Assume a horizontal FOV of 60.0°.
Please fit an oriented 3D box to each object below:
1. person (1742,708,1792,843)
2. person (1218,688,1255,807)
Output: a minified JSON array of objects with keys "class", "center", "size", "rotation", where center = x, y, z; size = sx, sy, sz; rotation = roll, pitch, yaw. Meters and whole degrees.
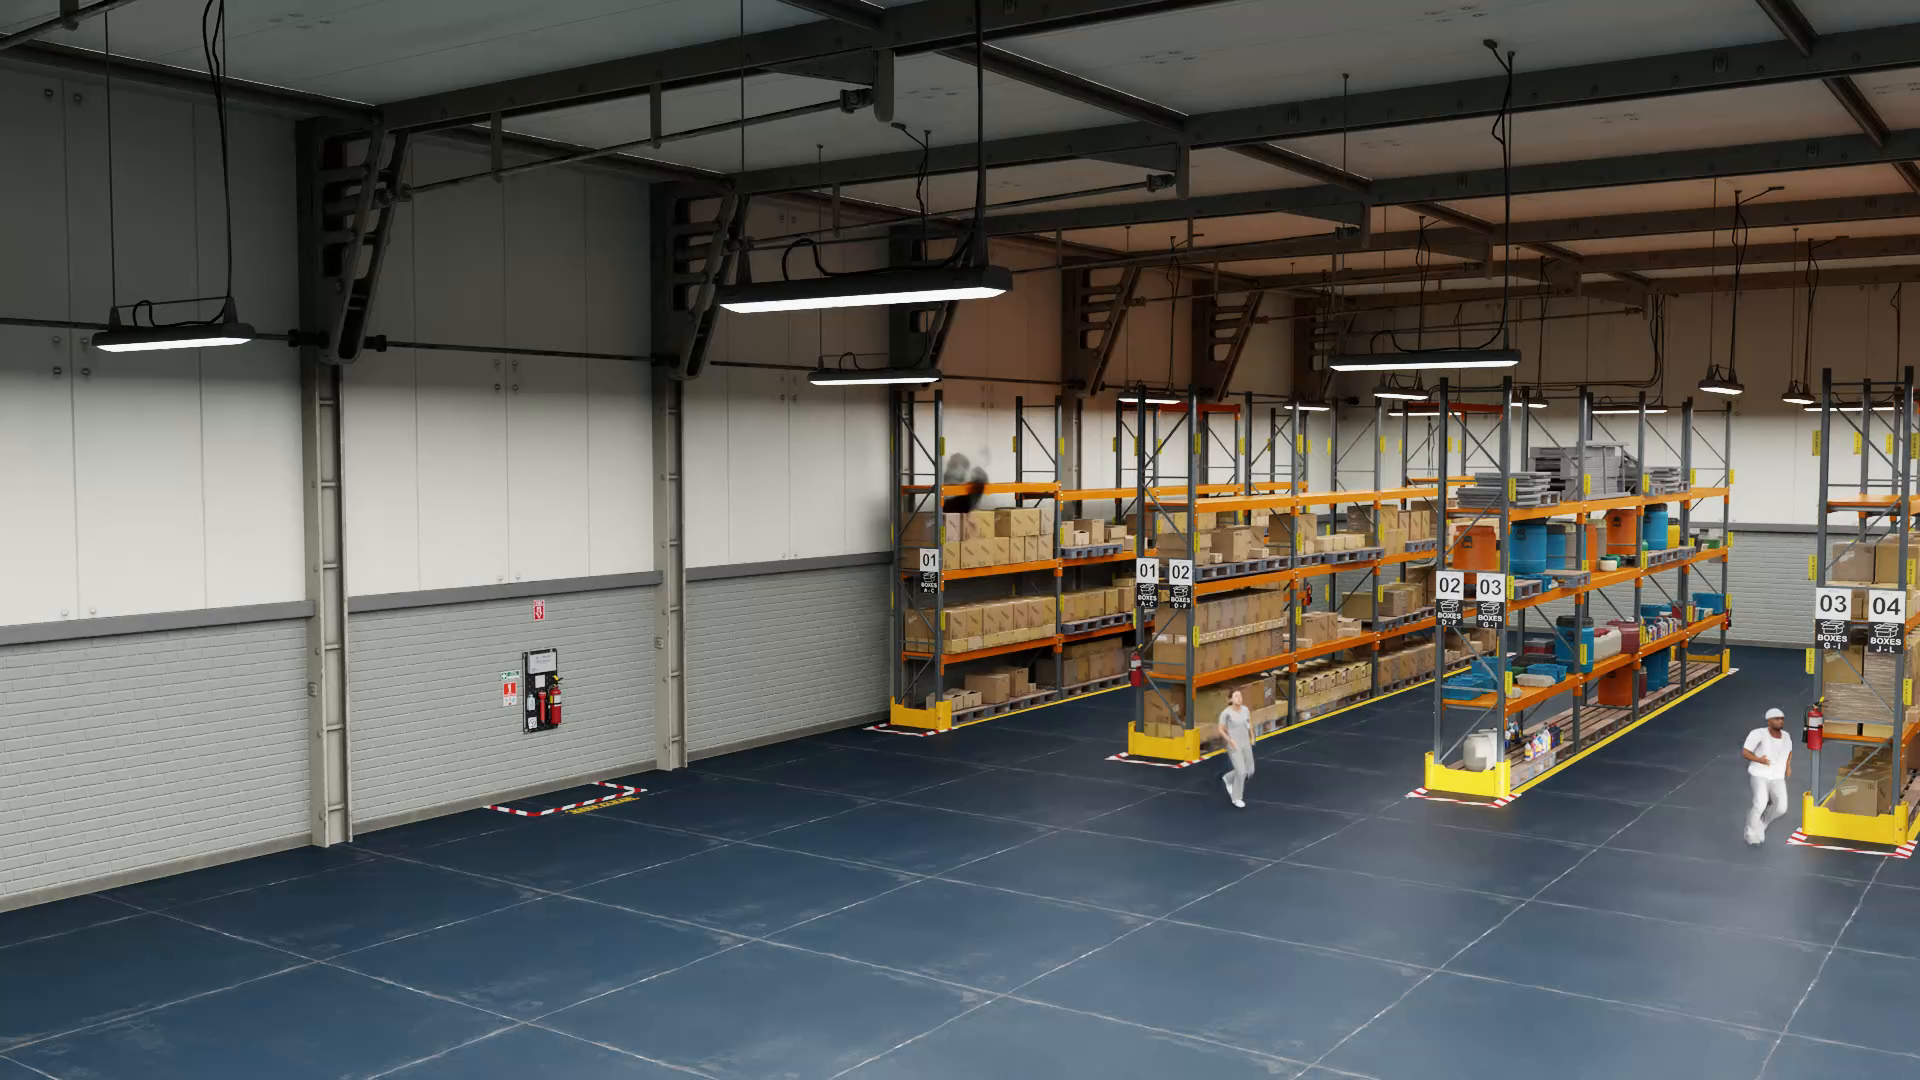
[{"class":"person","center":[10.170,2.966,20.812],"size":[0.710,1.712,0.603],"rotation":[0,3,-2]},{"class":"person","center":[3.858,2.888,23.265],"size":[0.565,1.627,0.551],"rotation":[-1,4,-25]}]
